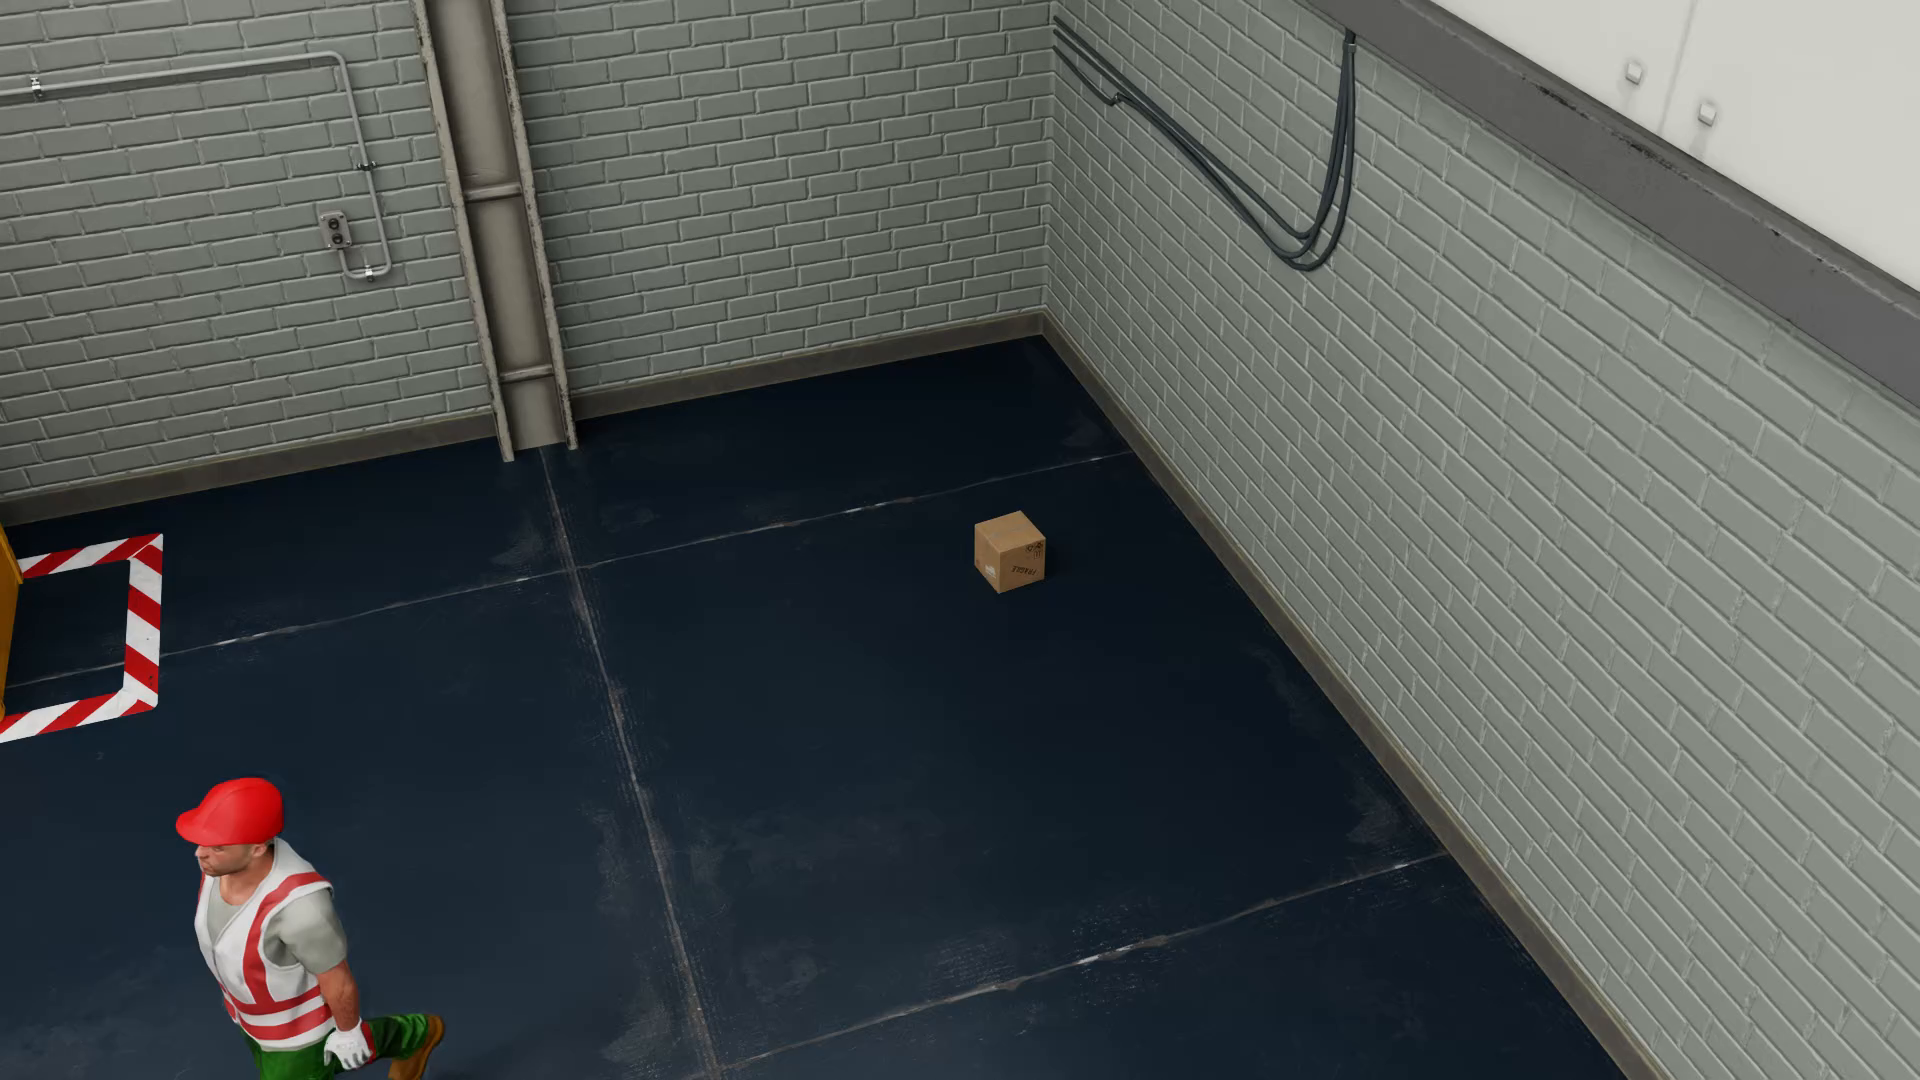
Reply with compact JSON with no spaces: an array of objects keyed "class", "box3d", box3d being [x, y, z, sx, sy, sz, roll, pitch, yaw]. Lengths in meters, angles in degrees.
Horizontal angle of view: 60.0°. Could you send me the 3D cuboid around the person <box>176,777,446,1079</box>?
[{"class":"person","box3d":[-1.971,1.354,4.987,0.537,1.766,0.815,28,45,32]}]
